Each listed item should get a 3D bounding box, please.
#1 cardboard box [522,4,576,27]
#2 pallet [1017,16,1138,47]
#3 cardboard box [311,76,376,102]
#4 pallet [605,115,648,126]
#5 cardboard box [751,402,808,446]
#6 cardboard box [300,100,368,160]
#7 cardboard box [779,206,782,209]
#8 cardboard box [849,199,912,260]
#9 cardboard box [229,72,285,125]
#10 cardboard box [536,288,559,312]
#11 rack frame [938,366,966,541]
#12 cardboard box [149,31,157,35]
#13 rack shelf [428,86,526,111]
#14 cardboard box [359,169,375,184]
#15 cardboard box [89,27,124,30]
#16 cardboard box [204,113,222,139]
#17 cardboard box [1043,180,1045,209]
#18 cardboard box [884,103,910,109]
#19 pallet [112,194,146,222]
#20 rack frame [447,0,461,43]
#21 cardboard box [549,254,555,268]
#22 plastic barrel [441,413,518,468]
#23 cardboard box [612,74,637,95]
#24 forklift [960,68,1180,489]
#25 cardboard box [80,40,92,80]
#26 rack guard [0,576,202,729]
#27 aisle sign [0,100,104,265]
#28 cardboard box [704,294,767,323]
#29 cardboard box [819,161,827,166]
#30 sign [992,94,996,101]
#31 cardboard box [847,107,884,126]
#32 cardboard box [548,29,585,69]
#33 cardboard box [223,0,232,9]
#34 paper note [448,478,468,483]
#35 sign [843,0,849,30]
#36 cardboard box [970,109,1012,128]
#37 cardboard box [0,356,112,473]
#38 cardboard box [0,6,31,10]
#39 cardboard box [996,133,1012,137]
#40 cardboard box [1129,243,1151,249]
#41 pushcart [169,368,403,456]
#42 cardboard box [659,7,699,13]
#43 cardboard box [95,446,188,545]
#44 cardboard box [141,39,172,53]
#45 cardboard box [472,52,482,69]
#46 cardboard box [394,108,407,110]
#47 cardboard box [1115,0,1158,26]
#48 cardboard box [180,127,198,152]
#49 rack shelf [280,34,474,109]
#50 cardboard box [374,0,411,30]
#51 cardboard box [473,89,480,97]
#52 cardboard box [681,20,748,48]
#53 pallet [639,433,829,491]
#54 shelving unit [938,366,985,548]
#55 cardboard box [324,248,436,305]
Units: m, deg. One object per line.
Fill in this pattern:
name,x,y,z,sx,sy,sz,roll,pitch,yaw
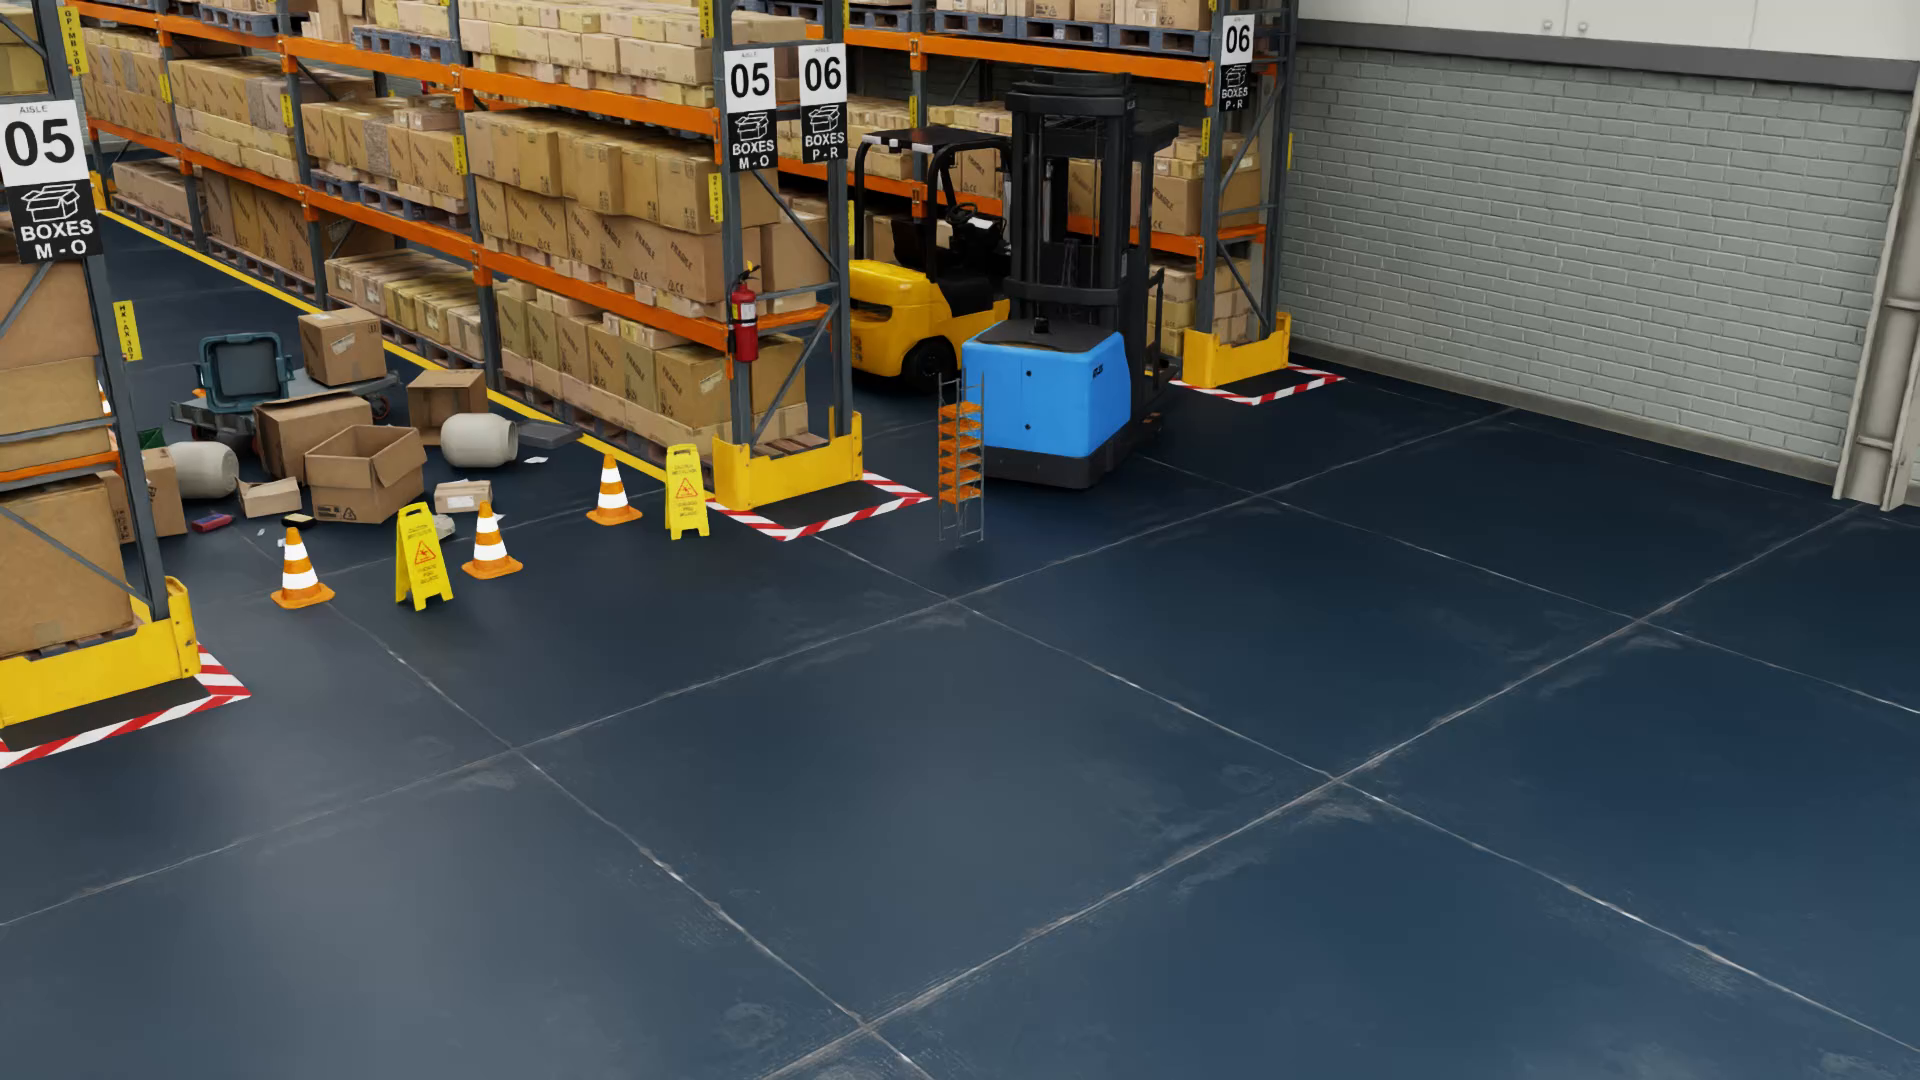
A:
cardboard box,-3.164,-4.075,12.914,0.380,0.149,0.250,-19,28,-39
pallet,1.295,-4.836,15.727,1.003,0.211,1.213,-17,27,-37
cardboard box,-6.579,-4.676,17.802,0.500,0.500,0.500,-19,28,-39
pallet,-3.958,-5.599,21.929,1.003,0.211,1.213,-17,27,-37
cardboard box,-1.538,-0.963,13.024,0.500,0.250,0.500,-18,28,-38
cardboard box,-6.324,-4.171,16.898,0.500,0.500,0.500,-18,28,-39
cardboard box,-1.660,-2.283,12.656,0.500,0.500,0.500,-16,27,-36
cardboard box,-0.923,-3.495,18.973,0.875,0.625,0.625,-18,28,-38
cardboard box,-7.638,-4.841,18.222,0.500,0.500,0.500,-17,27,-37
cardboard box,-3.278,-2.013,13.788,0.380,0.149,0.250,-16,27,-35
rack frame,-0.050,-0.580,11.320,0.240,1.200,0.006,-17,27,-37
cardboard box,-10.404,-6.603,21.832,0.380,0.149,0.250,-17,27,-36
rack shelf,-6.601,-6.475,24.889,1.077,0.370,4.000,-17,27,-37
cardboard box,-5.688,-3.612,16.363,0.380,0.149,0.250,-16,26,-34
cardboard box,-11.418,-6.774,22.270,0.380,0.149,0.250,-17,27,-36
cardboard box,-8.309,-4.766,19.059,0.500,0.250,0.500,-17,27,-37
cardboard box,1.014,-3.485,16.132,0.500,0.500,0.500,-17,27,-37
cardboard box,-0.621,-4.765,18.511,0.380,0.149,0.250,-18,28,-38
pallet,-11.083,-4.679,23.141,1.003,0.211,1.213,-17,27,-37
rack frame,-3.832,-5.658,13.590,1.000,3.000,0.127,-17,27,-37
cardboard box,-3.135,-2.318,13.633,0.380,0.149,0.250,-18,27,-38
plastic barrel,-3.716,-0.770,12.869,0.512,0.421,0.421,0,21,-1
cardboard box,-2.314,-3.357,12.173,0.380,0.149,0.250,-18,28,-38
forklift,1.046,-2.244,13.196,1.130,2.935,3.031,9,23,22
cardboard box,-11.567,-6.491,22.436,0.500,0.500,0.500,-18,28,-39
rack guard,-4.889,0.618,9.222,1.175,0.500,0.348,-17,27,-37
aisle sign,-4.631,-1.815,8.441,0.394,0.787,0.004,-17,27,-37
cardboard box,-1.627,-1.695,12.042,0.380,0.149,0.250,-16,27,-36
cardboard box,-1.234,-4.336,18.648,0.500,0.250,0.500,-17,27,-37
sign,0.346,-4.619,17.870,0.100,0.325,0.005,-17,27,-37
cardboard box,-1.039,-4.625,18.154,0.380,0.149,0.250,-19,28,-39
cardboard box,-2.760,-3.722,12.559,0.500,0.250,0.500,-17,27,-37
cardboard box,-7.607,-5.796,17.665,0.396,0.266,0.258,-18,28,-39
paper note,-3.786,-0.429,12.553,0.148,0.019,0.142,-8,23,-19
sign,-0.810,-3.692,11.486,0.100,0.325,0.005,-17,27,-37
cardboard box,0.322,-4.256,16.804,0.380,0.149,0.250,-18,28,-38
cardboard box,-5.181,-0.714,8.989,0.875,0.550,0.550,-17,27,-37
cardboard box,-5.044,-2.683,8.647,0.380,0.149,0.250,-17,27,-37
cardboard box,0.572,-3.950,16.429,0.380,0.149,0.250,-18,28,-38
cardboard box,1.720,-2.778,16.288,0.500,0.250,0.500,-18,27,-38
pushcart,-5.526,-1.087,13.741,0.936,0.377,1.648,12,24,27
cardboard box,-2.041,-3.931,12.545,0.380,0.149,0.250,-17,27,-36
cardboard box,-5.725,-0.311,11.588,0.500,0.500,0.500,-12,25,-28
cardboard box,-9.920,-6.134,20.634,0.380,0.149,0.250,-18,28,-38
cardboard box,-3.814,-3.998,13.810,0.380,0.149,0.250,-18,28,-38
cardboard box,-5.259,-4.011,16.492,0.500,0.500,0.500,-20,29,-41
cardboard box,1.601,-4.745,14.843,0.396,0.266,0.258,-17,27,-37
cardboard box,-8.966,-4.820,19.884,0.500,0.250,0.500,-18,28,-39
rack shelf,-5.137,-4.479,15.679,1.077,0.370,4.000,-17,27,-37
cardboard box,-4.981,-4.796,15.132,0.500,0.250,0.500,-17,27,-37
cardboard box,-7.097,-6.721,24.877,0.380,0.149,0.250,-18,28,-39
cardboard box,-1.665,-3.433,11.275,0.380,0.149,0.250,-17,27,-37
pallet,-1.774,-0.715,13.019,1.003,0.211,1.213,-17,27,-37
shelving unit,0.009,-0.555,11.255,0.258,1.200,0.189,-17,27,-37
cardboard box,-6.081,-2.783,17.504,0.950,0.372,0.625,-20,29,-41
